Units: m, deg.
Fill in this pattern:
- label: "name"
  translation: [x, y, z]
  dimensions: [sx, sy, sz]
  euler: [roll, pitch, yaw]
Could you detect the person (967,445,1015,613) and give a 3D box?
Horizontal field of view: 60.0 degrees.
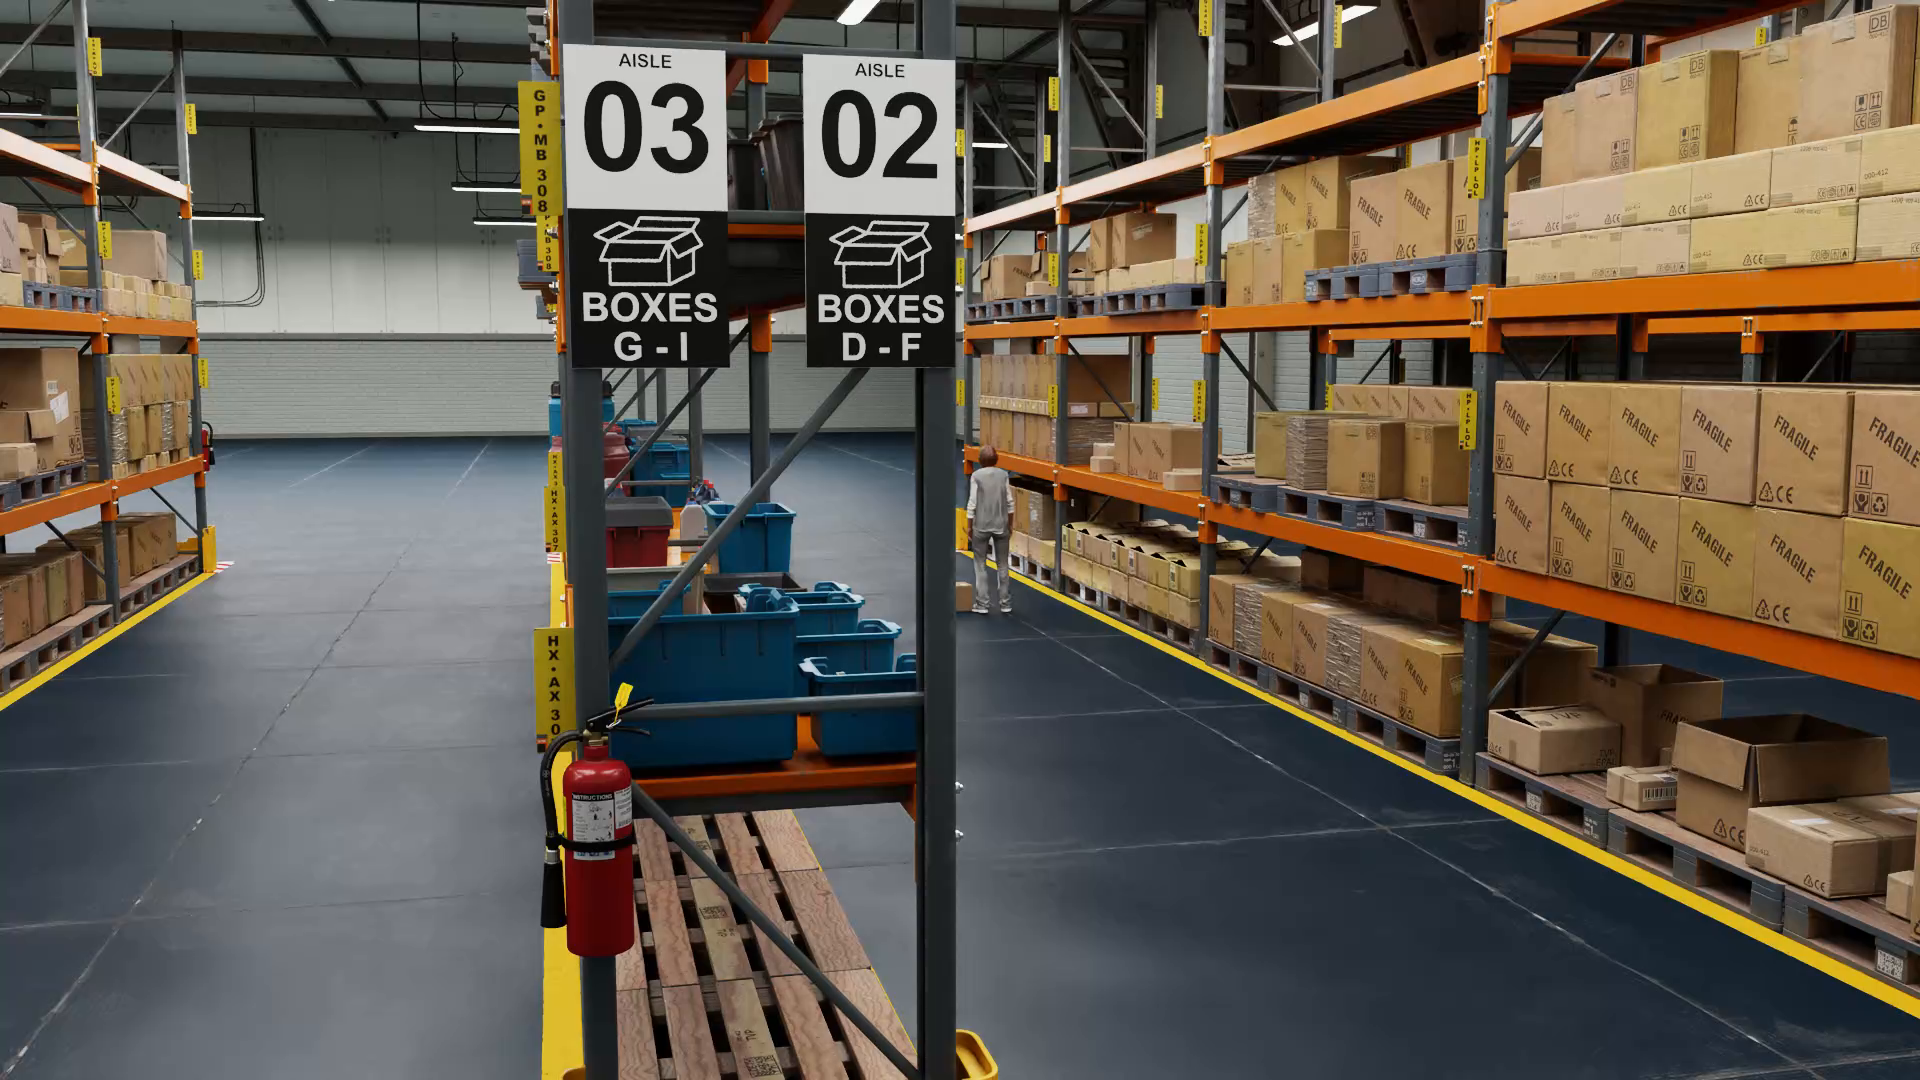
- label: "person"
  translation: [0.289, -0.100, 15.780]
  dimensions: [0.460, 1.592, 0.344]
  euler: [-1, 6, -12]
